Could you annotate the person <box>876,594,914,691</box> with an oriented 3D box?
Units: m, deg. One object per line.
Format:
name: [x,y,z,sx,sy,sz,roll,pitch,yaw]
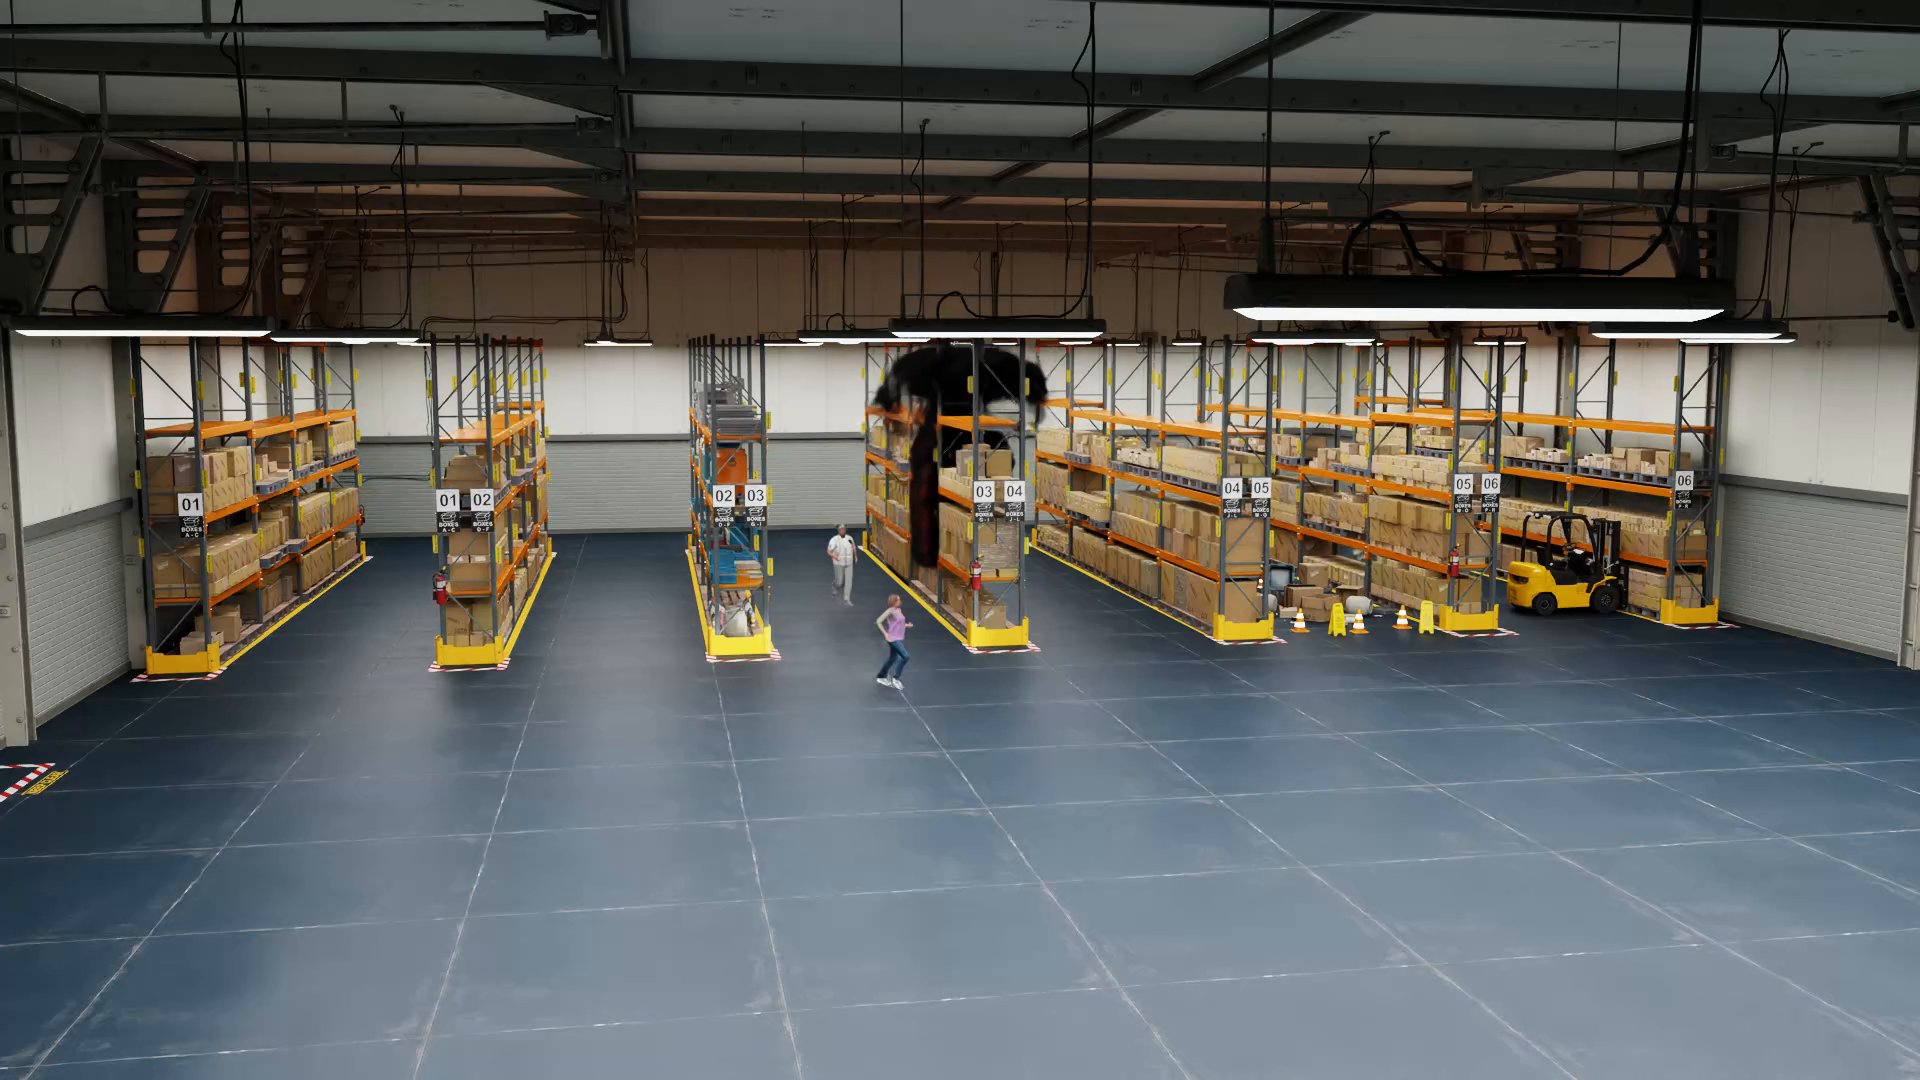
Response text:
person: [-1.097,1.722,28.052,0.694,1.630,0.503,2,7,16]

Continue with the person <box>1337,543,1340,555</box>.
person: [10.397,-0.438,46.292,0.676,1.724,0.573,-3,7,-23]

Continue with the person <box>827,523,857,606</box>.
person: [-2.486,0.499,35.495,0.678,1.754,0.917,-3,7,-22]

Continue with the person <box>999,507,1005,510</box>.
person: [1.021,-0.583,47.973,0.673,1.632,0.571,1,7,8]

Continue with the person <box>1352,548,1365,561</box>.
person: [10.500,-0.134,43.438,0.655,1.832,0.748,-2,7,-13]
